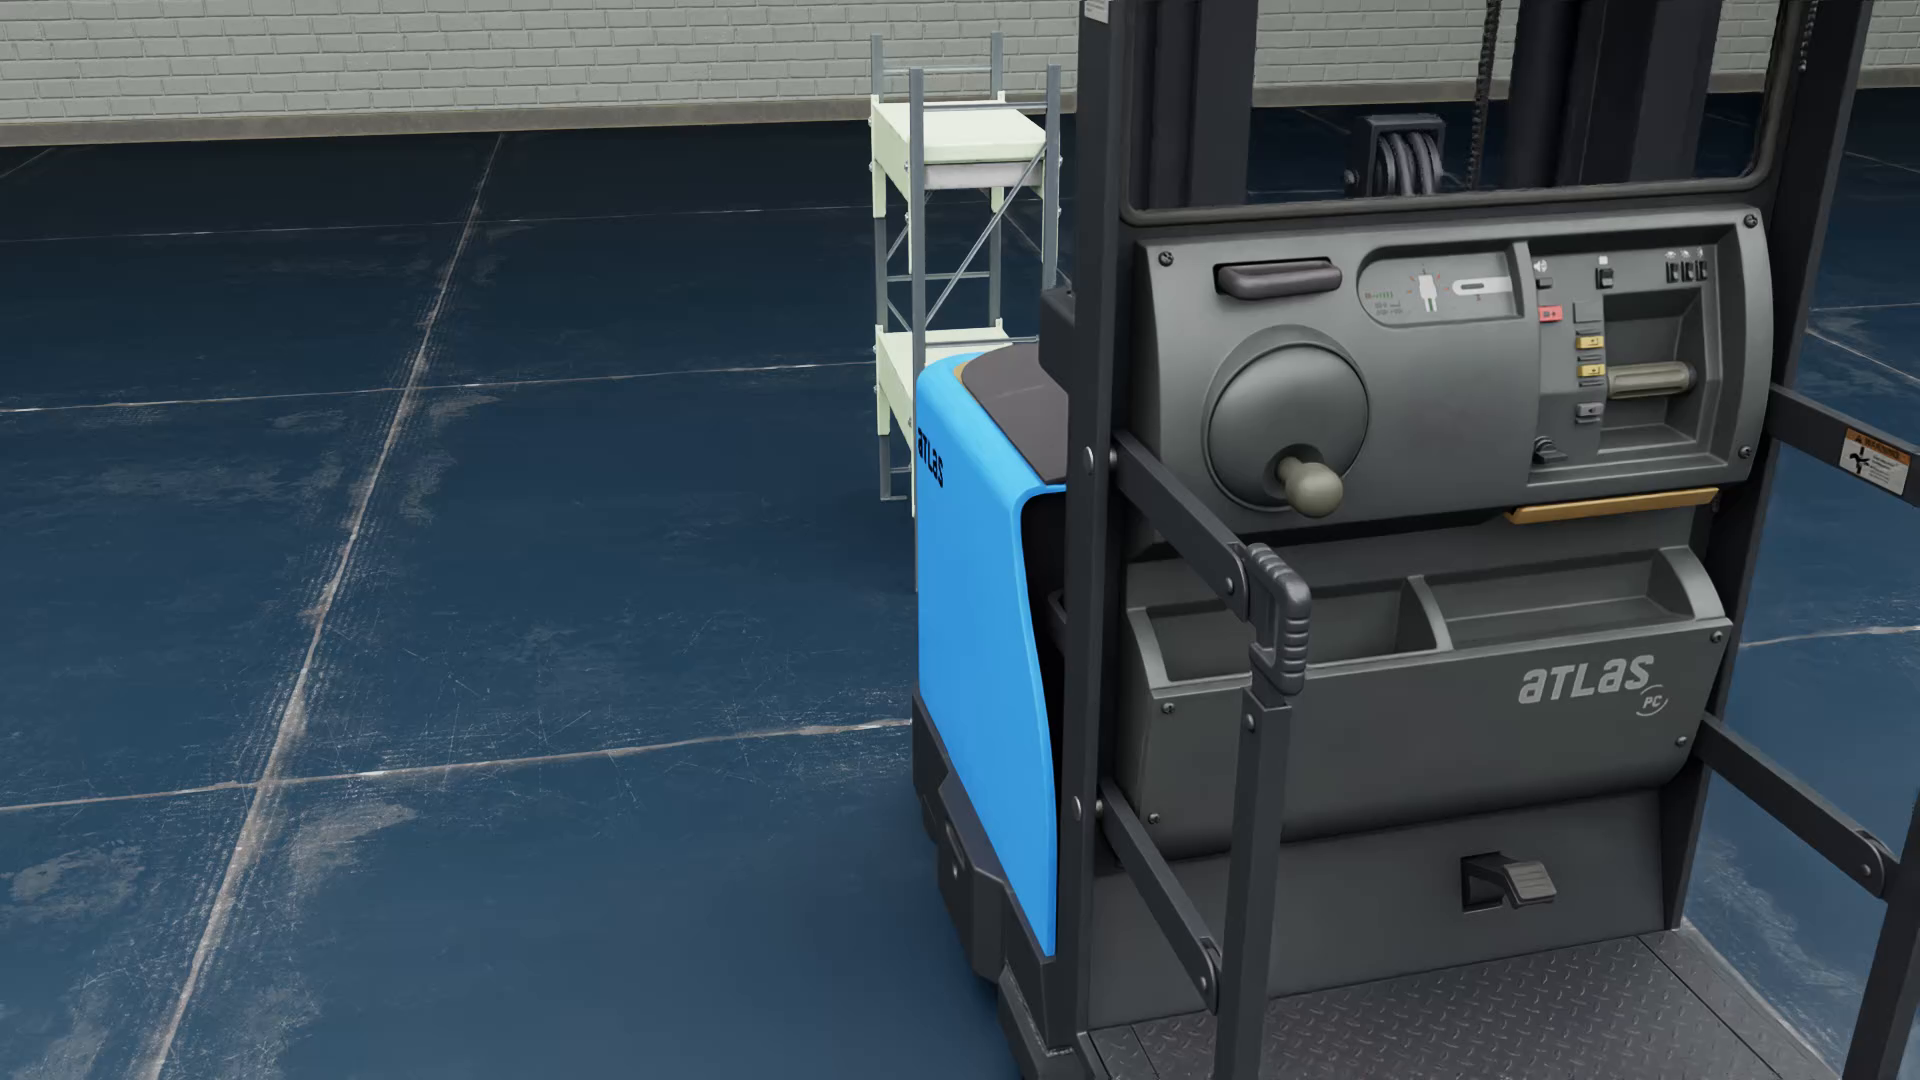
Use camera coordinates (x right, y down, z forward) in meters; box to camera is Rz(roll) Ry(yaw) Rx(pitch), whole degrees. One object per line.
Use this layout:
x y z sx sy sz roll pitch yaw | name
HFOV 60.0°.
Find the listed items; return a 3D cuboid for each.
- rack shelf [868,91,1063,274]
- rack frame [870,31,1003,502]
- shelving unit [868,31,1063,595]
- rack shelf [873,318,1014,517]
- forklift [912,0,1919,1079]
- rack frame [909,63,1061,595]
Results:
-0.001 -1.048 4.800 0.431 0.370 0.720 -4 24 -10 | rack shelf
-0.069 -0.834 5.285 0.400 1.500 0.023 -4 24 -10 | rack frame
-0.001 -0.690 4.956 0.431 1.500 0.755 -4 24 -10 | shelving unit
-0.001 -0.391 5.086 0.431 0.370 0.720 -4 24 -10 | rack shelf
0.754 -0.220 2.092 1.130 2.935 3.031 -6 24 -13 | forklift
0.066 -0.546 4.626 0.400 1.500 0.023 -4 24 -10 | rack frame
